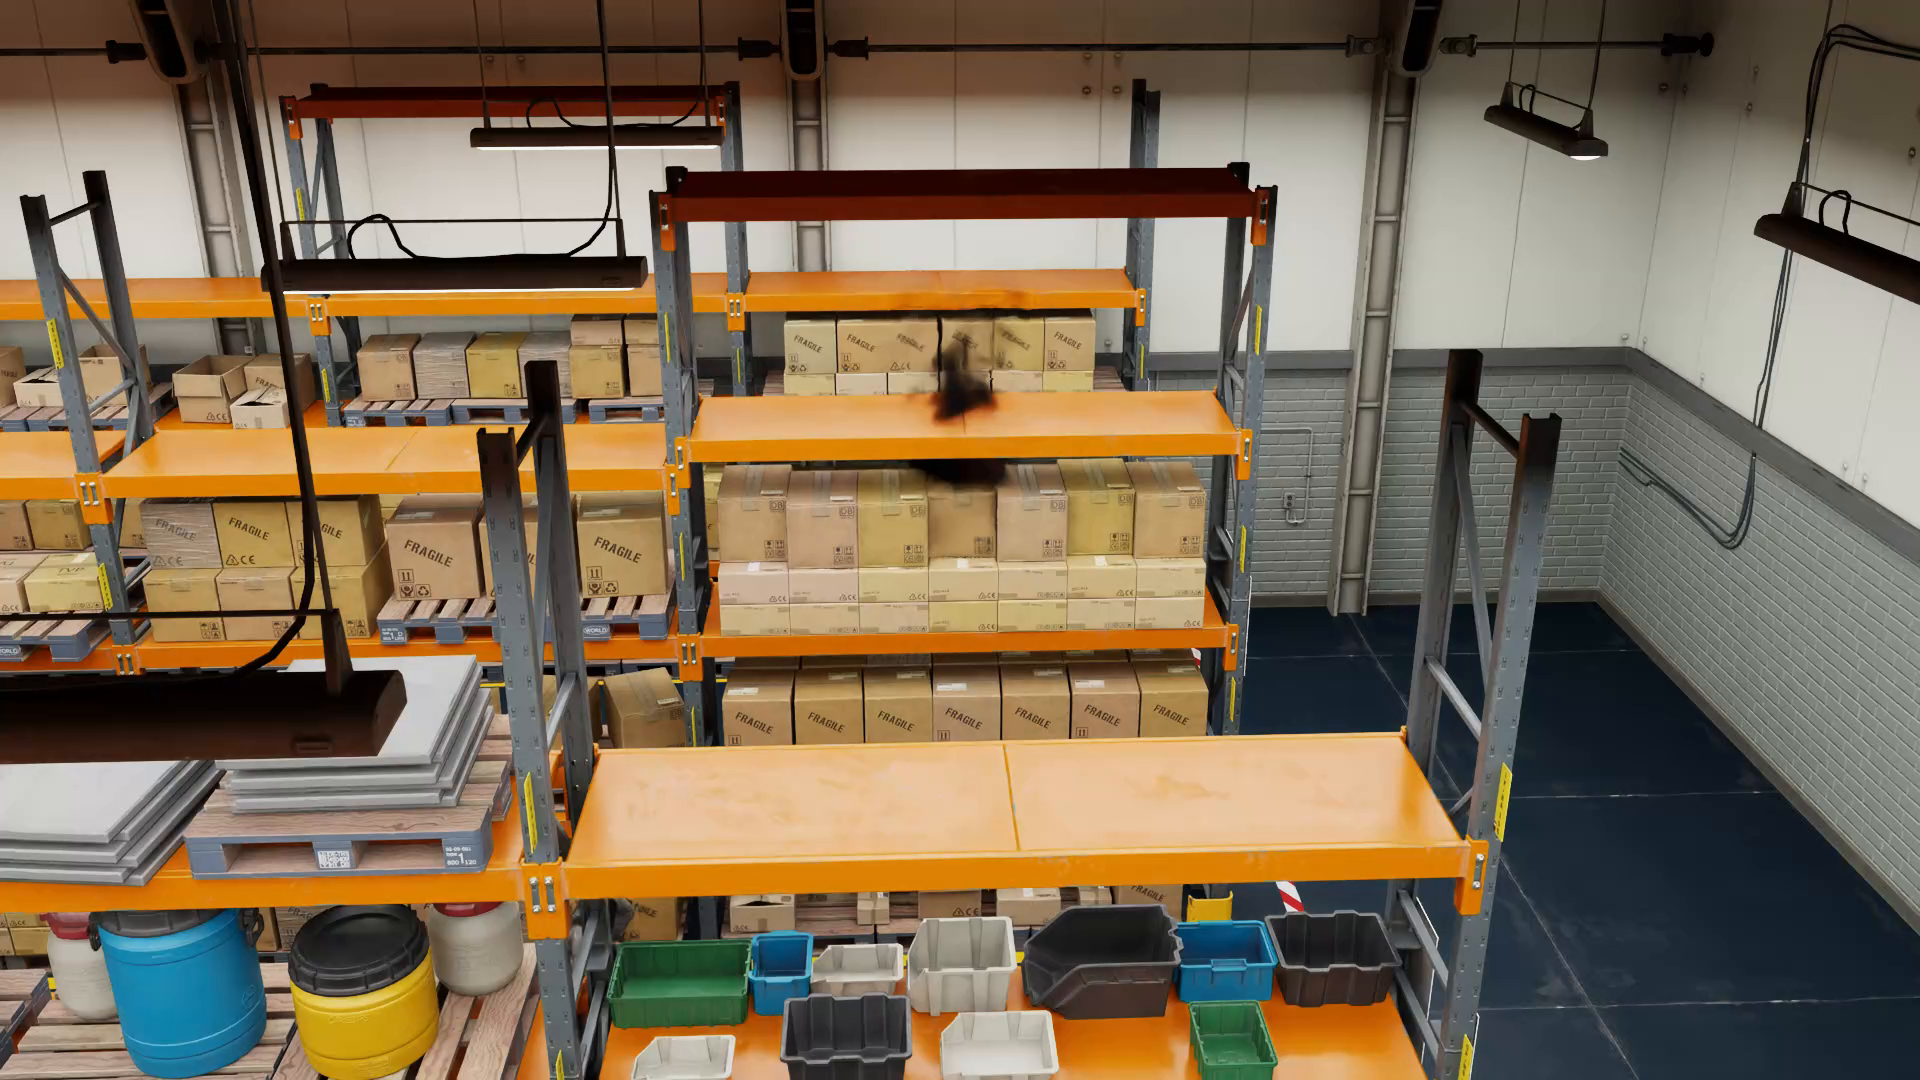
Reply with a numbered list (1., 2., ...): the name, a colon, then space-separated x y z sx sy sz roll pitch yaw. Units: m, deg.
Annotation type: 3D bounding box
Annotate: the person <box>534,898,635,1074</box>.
1. person: -2.497 3.034 11.391 0.750 1.774 0.641 -1 22 -3
